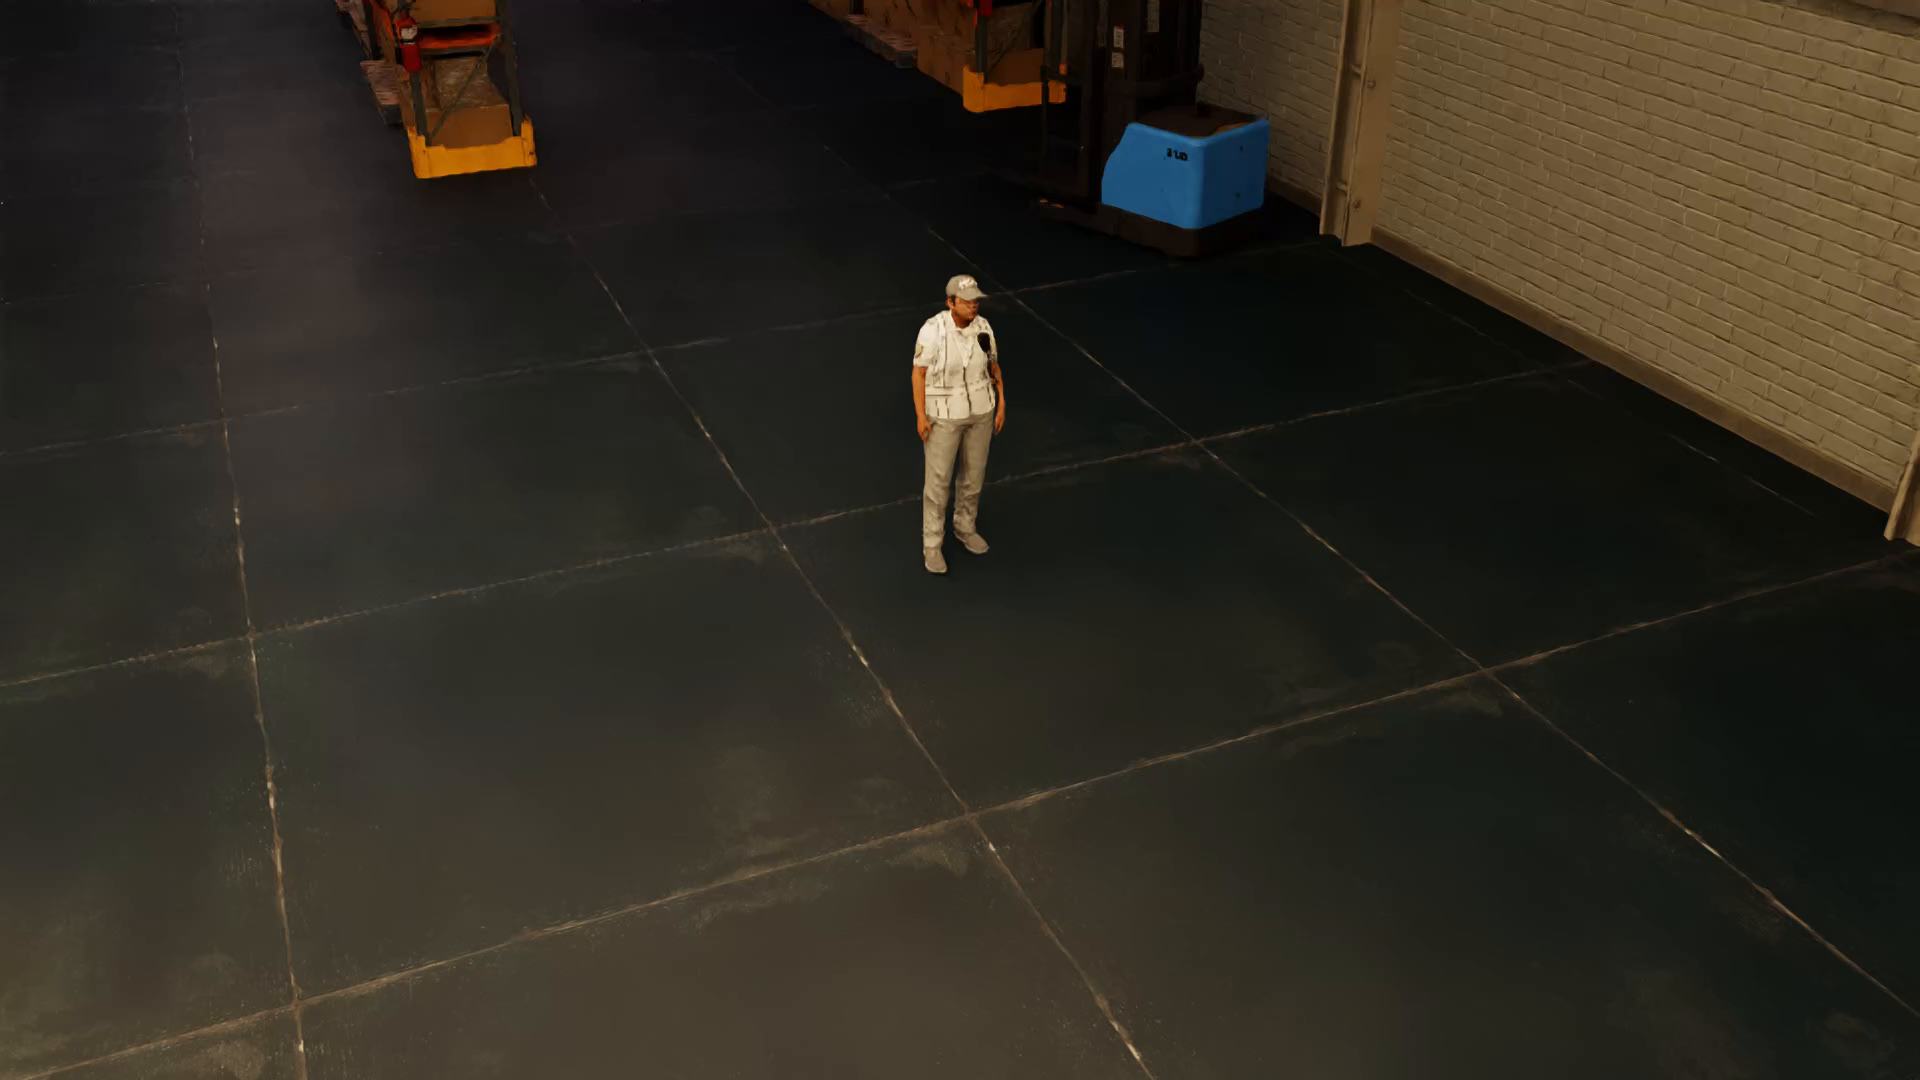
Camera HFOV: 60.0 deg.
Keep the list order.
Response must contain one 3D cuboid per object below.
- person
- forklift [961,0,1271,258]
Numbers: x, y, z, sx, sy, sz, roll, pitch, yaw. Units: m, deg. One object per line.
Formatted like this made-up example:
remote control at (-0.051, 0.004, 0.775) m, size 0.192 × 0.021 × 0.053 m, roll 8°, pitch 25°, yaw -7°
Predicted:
person at (0.010, -0.691, 9.586) m, size 0.598 × 1.669 × 0.529 m, roll -12°, pitch 32°, yaw -20°
forklift at (1.296, -4.314, 14.664) m, size 1.130 × 2.935 × 3.031 m, roll -25°, pitch 38°, yaw -37°
